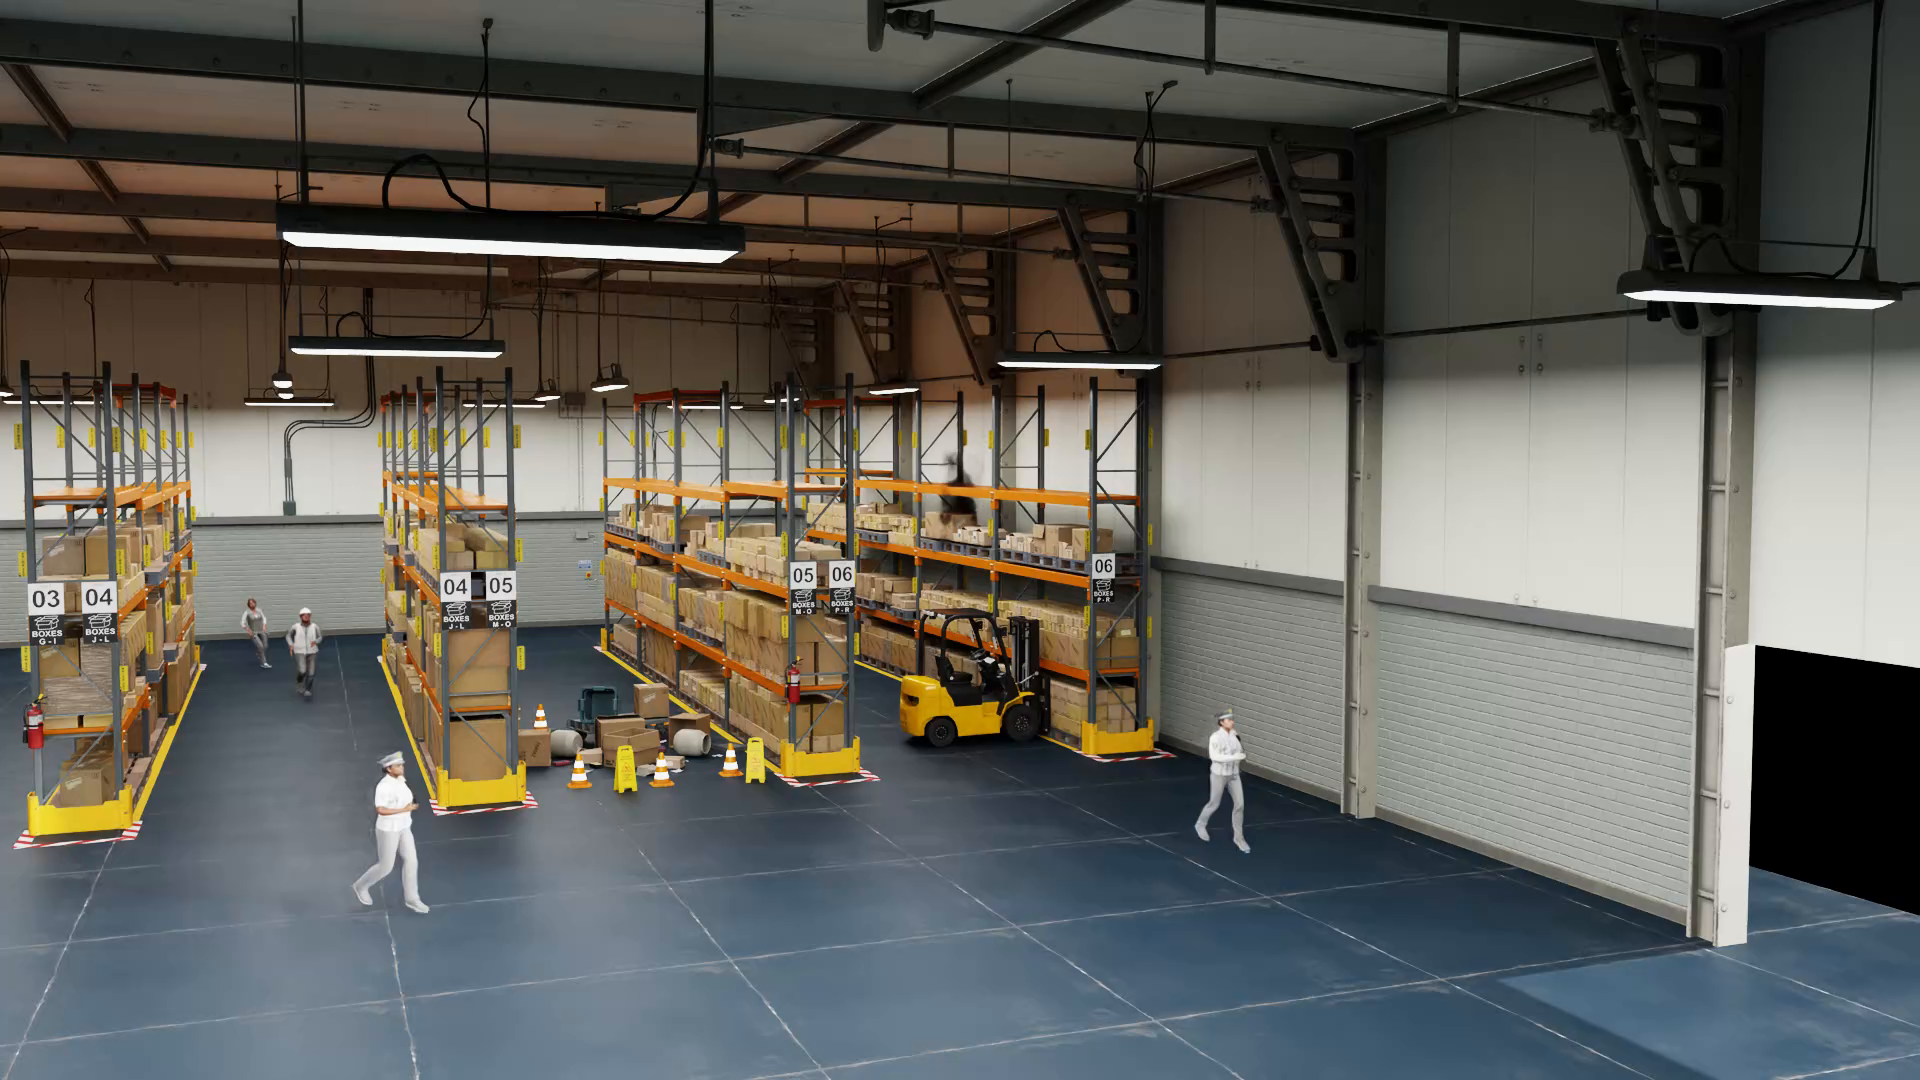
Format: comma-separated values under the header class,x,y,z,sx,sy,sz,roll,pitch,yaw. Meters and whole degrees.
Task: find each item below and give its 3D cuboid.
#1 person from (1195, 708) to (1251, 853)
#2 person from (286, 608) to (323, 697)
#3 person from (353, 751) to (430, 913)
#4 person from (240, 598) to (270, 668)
class,x,y,z,sx,sy,sz,roll,pitch,yaw
person,3.224,2.917,20.430,0.612,1.748,0.805,-2,4,-36
person,-12.693,2.188,32.264,0.644,1.730,0.591,-2,4,-30
person,-6.038,3.084,17.641,0.864,1.706,0.609,1,4,14
person,-15.463,2.040,36.443,0.601,1.536,0.538,-3,5,-43
